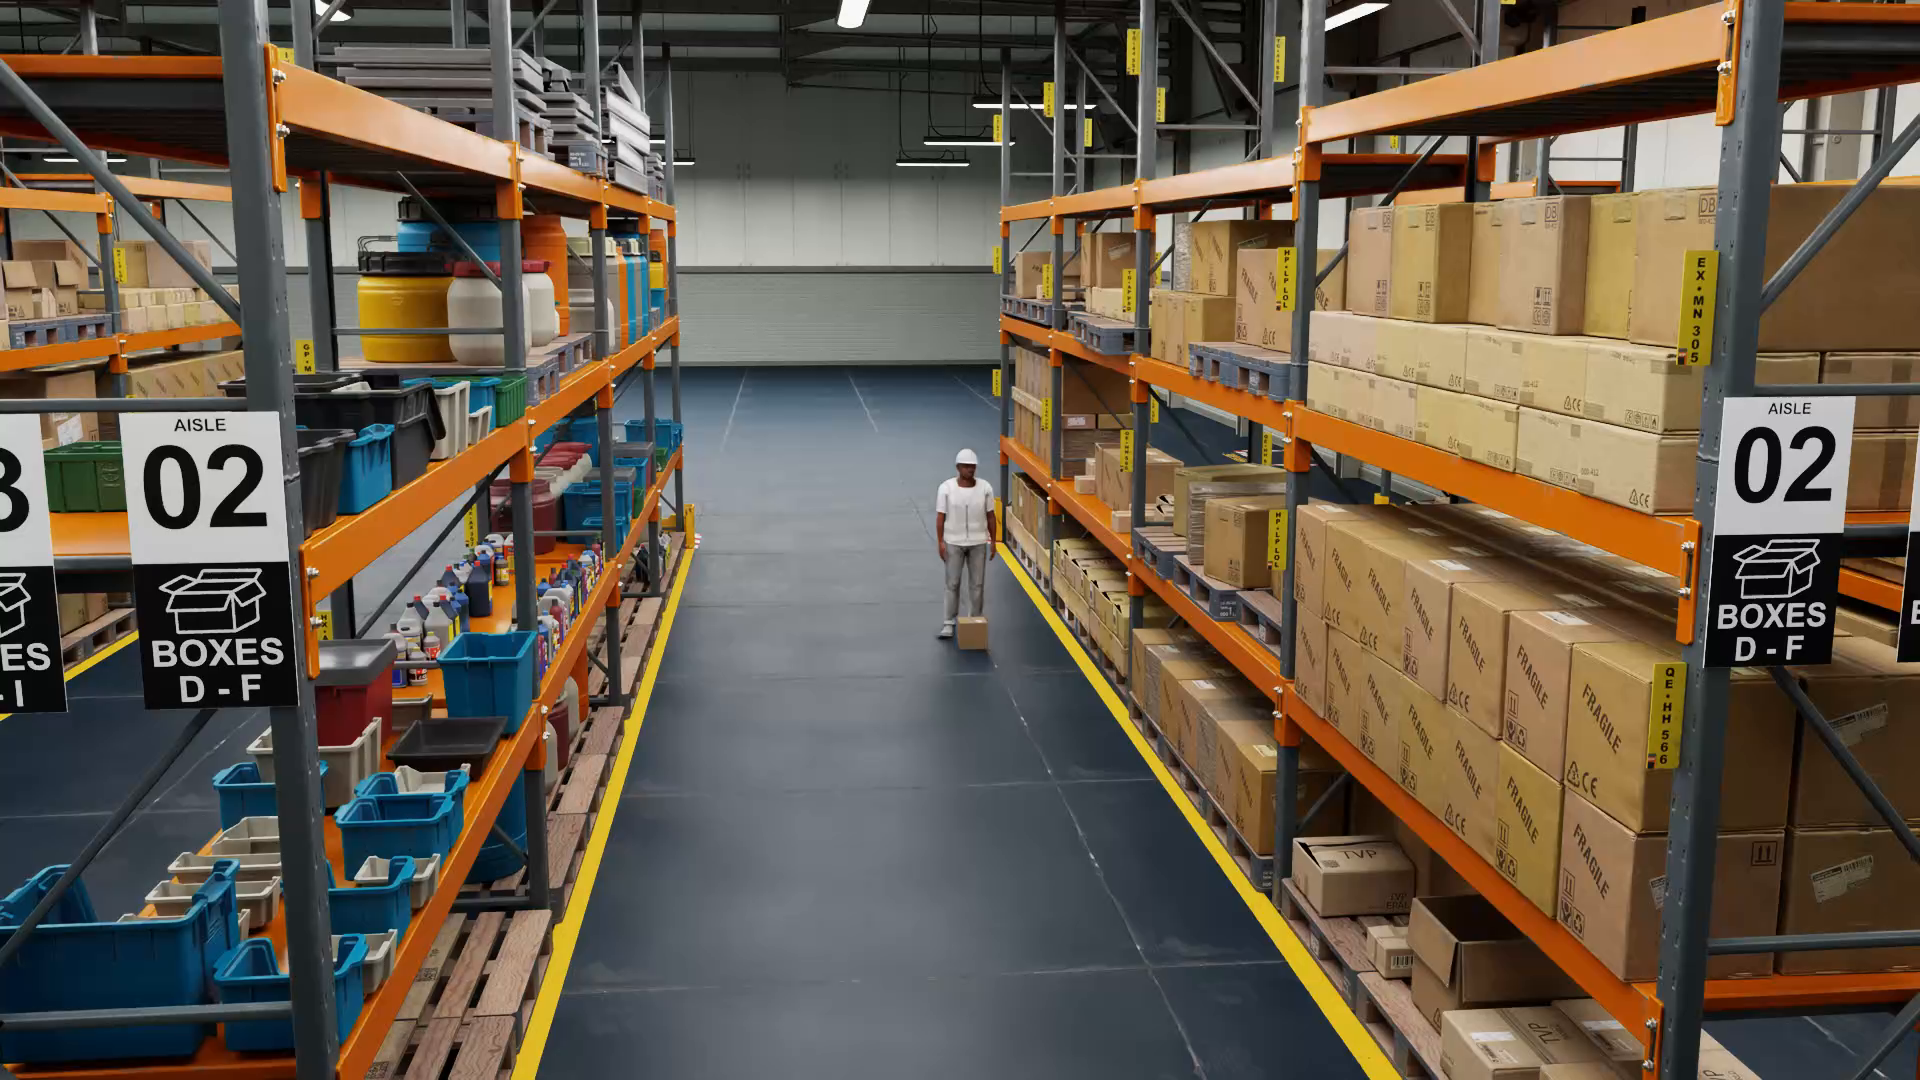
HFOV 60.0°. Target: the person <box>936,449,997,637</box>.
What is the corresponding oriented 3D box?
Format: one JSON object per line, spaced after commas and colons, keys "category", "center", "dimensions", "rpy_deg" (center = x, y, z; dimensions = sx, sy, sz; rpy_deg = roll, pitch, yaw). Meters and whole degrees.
{"category": "person", "center": [0.066, 0.029, 15.668], "dimensions": [0.569, 1.767, 0.368], "rpy_deg": [-1, 10, -6]}
